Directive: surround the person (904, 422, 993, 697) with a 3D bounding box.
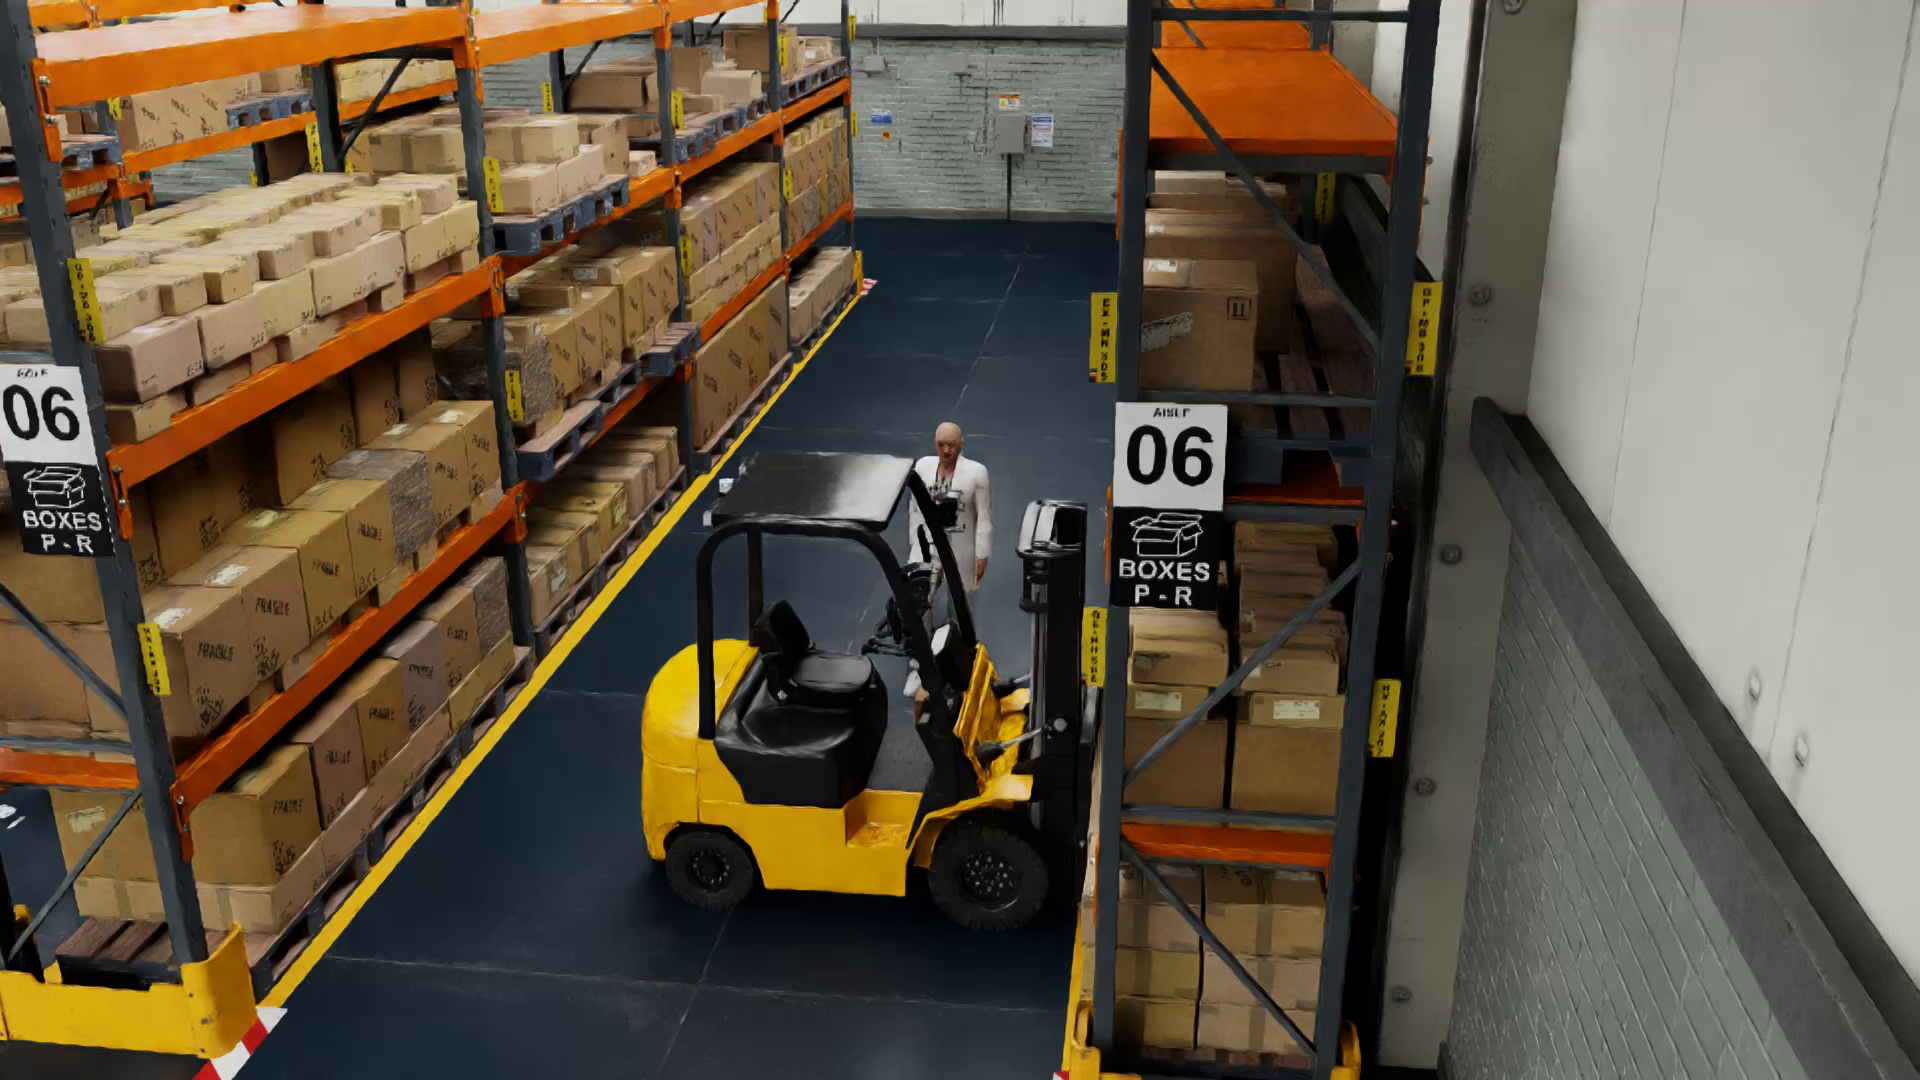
[{"bbox_3d":[-0.081,0.104,10.801,0.583,1.779,0.645,4,21,10],"label":"person"}]
